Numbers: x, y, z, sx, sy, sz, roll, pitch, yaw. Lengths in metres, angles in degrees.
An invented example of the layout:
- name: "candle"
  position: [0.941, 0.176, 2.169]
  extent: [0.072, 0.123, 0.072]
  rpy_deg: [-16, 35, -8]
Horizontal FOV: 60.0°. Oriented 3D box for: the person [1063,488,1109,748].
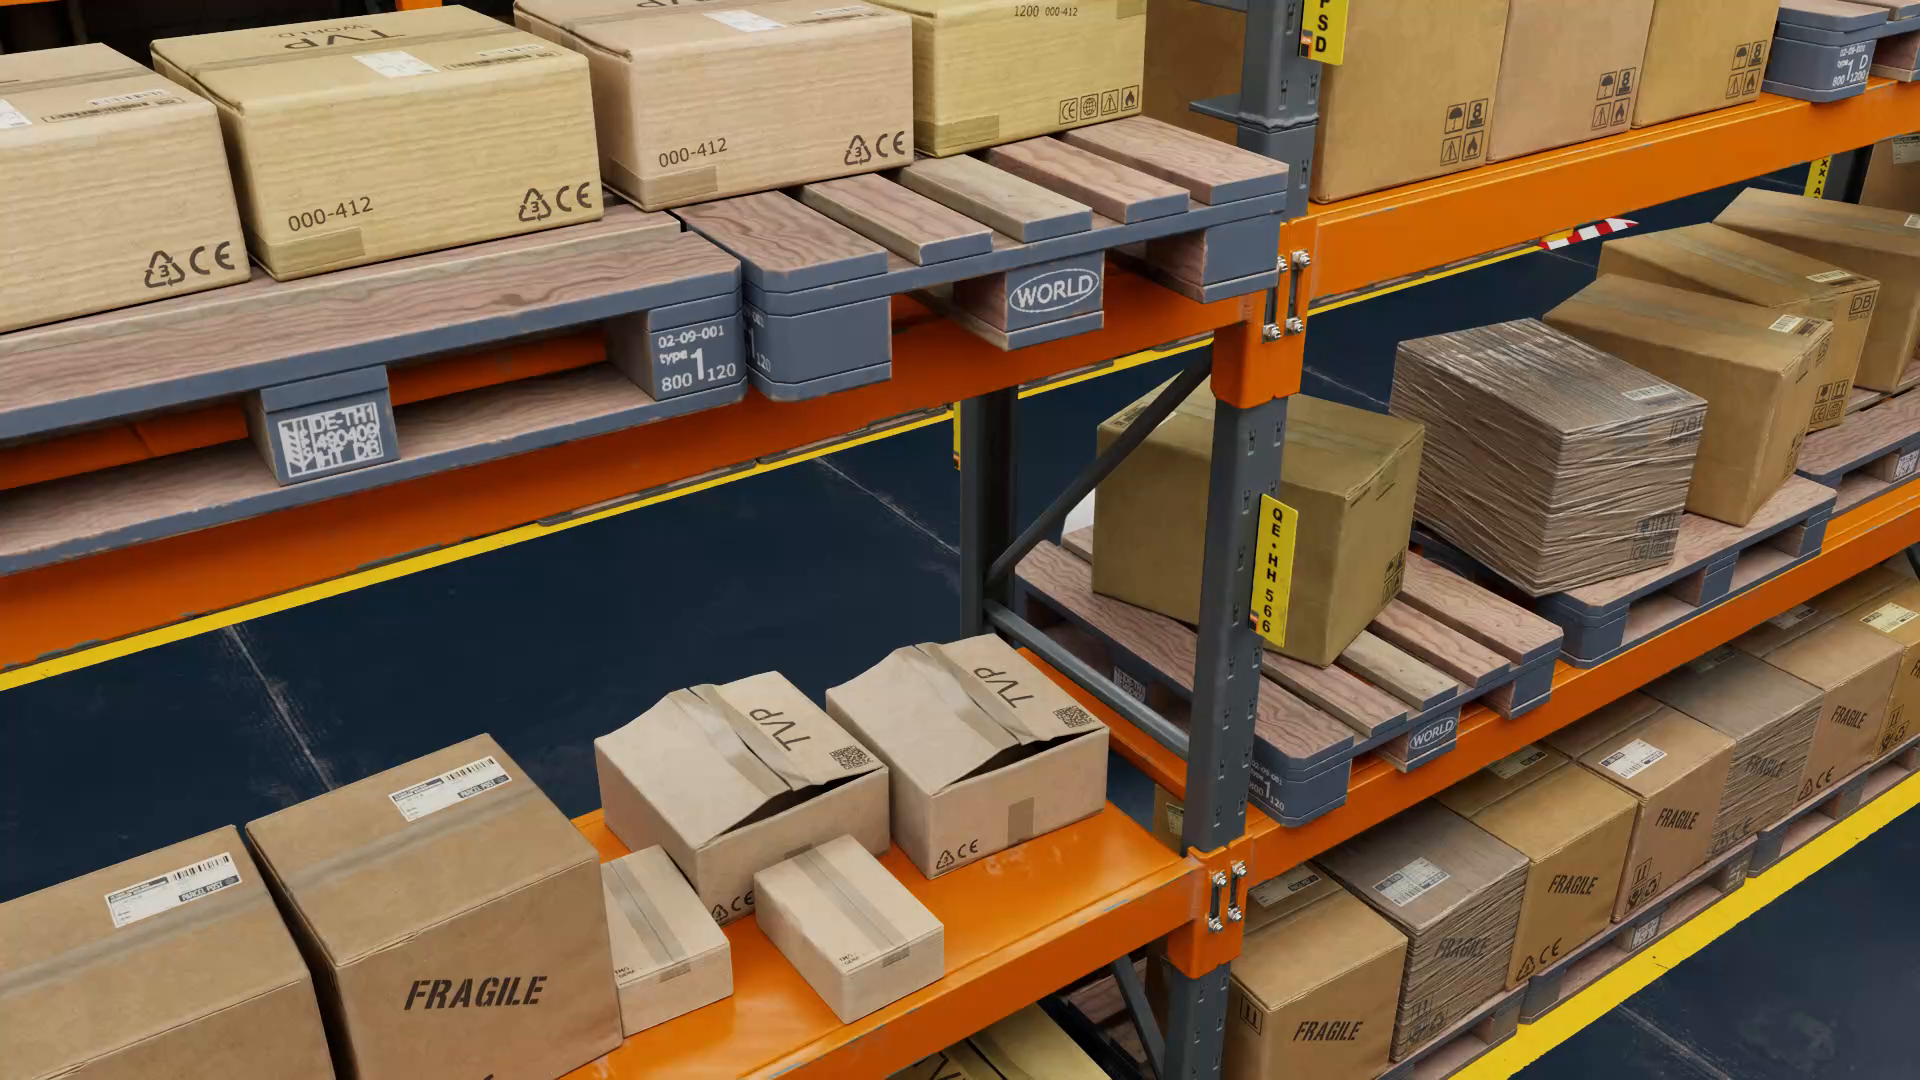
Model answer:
- name: "person"
  position: [0.820, 0.161, 6.515]
  extent: [0.948, 1.140, 0.568]
  rpy_deg: [-20, 34, -32]
